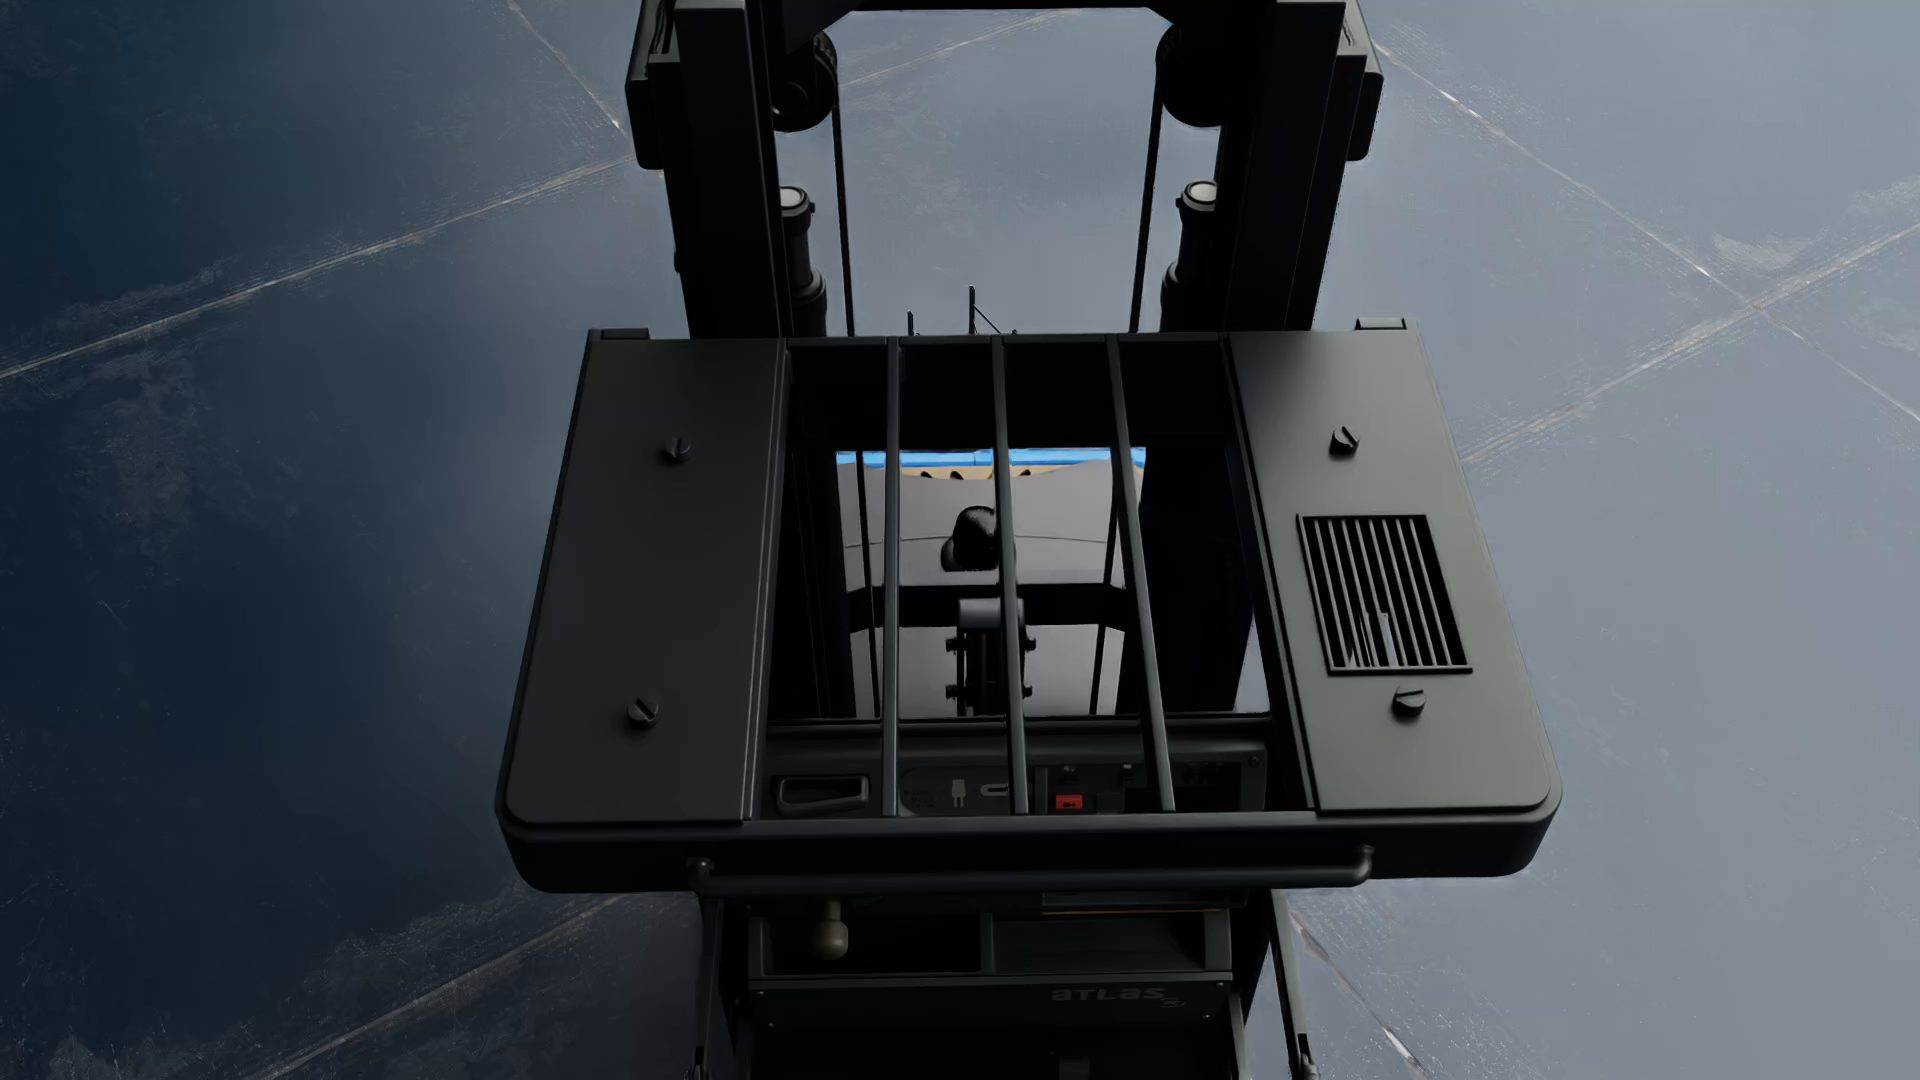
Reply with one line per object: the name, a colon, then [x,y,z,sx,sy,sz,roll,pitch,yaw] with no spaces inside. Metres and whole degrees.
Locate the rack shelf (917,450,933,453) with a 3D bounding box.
rack shelf: [0.007,-0.220,5.009,0.200,0.077,0.258,-25,53,-21]

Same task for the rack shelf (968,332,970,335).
rack shelf: [0.007,-0.460,4.740,0.200,0.077,0.258,-25,53,-21]

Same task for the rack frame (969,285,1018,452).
rack frame: [0.093,-0.343,4.953,0.006,0.900,0.240,-25,53,-21]

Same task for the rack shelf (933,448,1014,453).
rack shelf: [0.007,-0.280,4.942,0.200,0.077,0.258,-25,53,-21]

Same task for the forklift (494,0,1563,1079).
forklift: [0.064,0.628,2.728,1.130,2.935,3.031,-1,48,-1]

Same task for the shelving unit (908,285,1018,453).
shelving unit: [0.007,-0.302,4.917,0.210,0.900,0.258,-25,53,-21]

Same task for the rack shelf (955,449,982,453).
rack shelf: [0.007,-0.340,4.874,0.200,0.077,0.258,-25,53,-21]

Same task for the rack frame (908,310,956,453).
rack frame: [-0.079,-0.262,4.881,0.006,0.900,0.240,-25,53,-21]
